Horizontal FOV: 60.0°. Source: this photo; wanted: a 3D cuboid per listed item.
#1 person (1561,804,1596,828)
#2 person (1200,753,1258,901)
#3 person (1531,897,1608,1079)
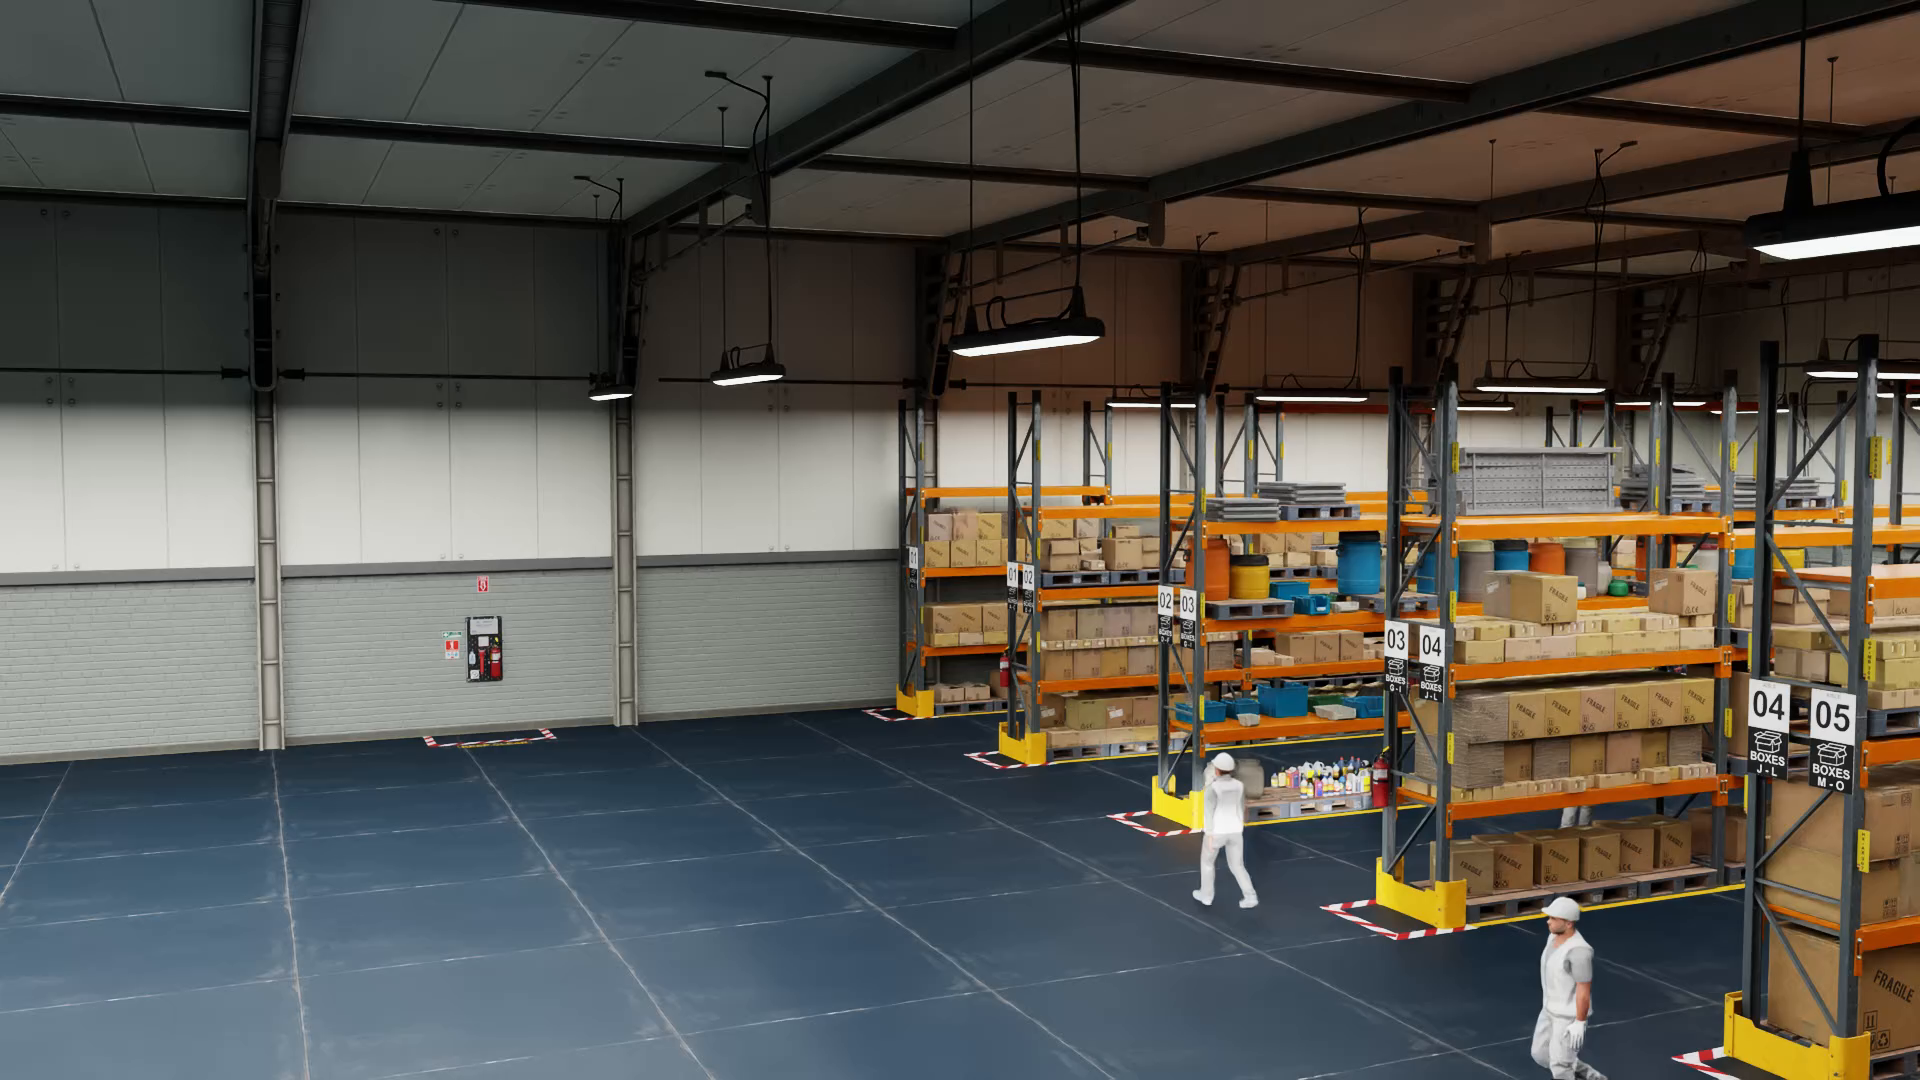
[{"bbox_3d":[7.868,3.028,21.031,0.560,1.780,0.473,3,4,39],"label":"person"},{"bbox_3d":[2.949,3.194,18.282,0.538,1.687,0.826,-1,4,-22],"label":"person"},{"bbox_3d":[4.605,3.539,12.433,0.587,1.777,0.627,0,3,-3],"label":"person"}]
